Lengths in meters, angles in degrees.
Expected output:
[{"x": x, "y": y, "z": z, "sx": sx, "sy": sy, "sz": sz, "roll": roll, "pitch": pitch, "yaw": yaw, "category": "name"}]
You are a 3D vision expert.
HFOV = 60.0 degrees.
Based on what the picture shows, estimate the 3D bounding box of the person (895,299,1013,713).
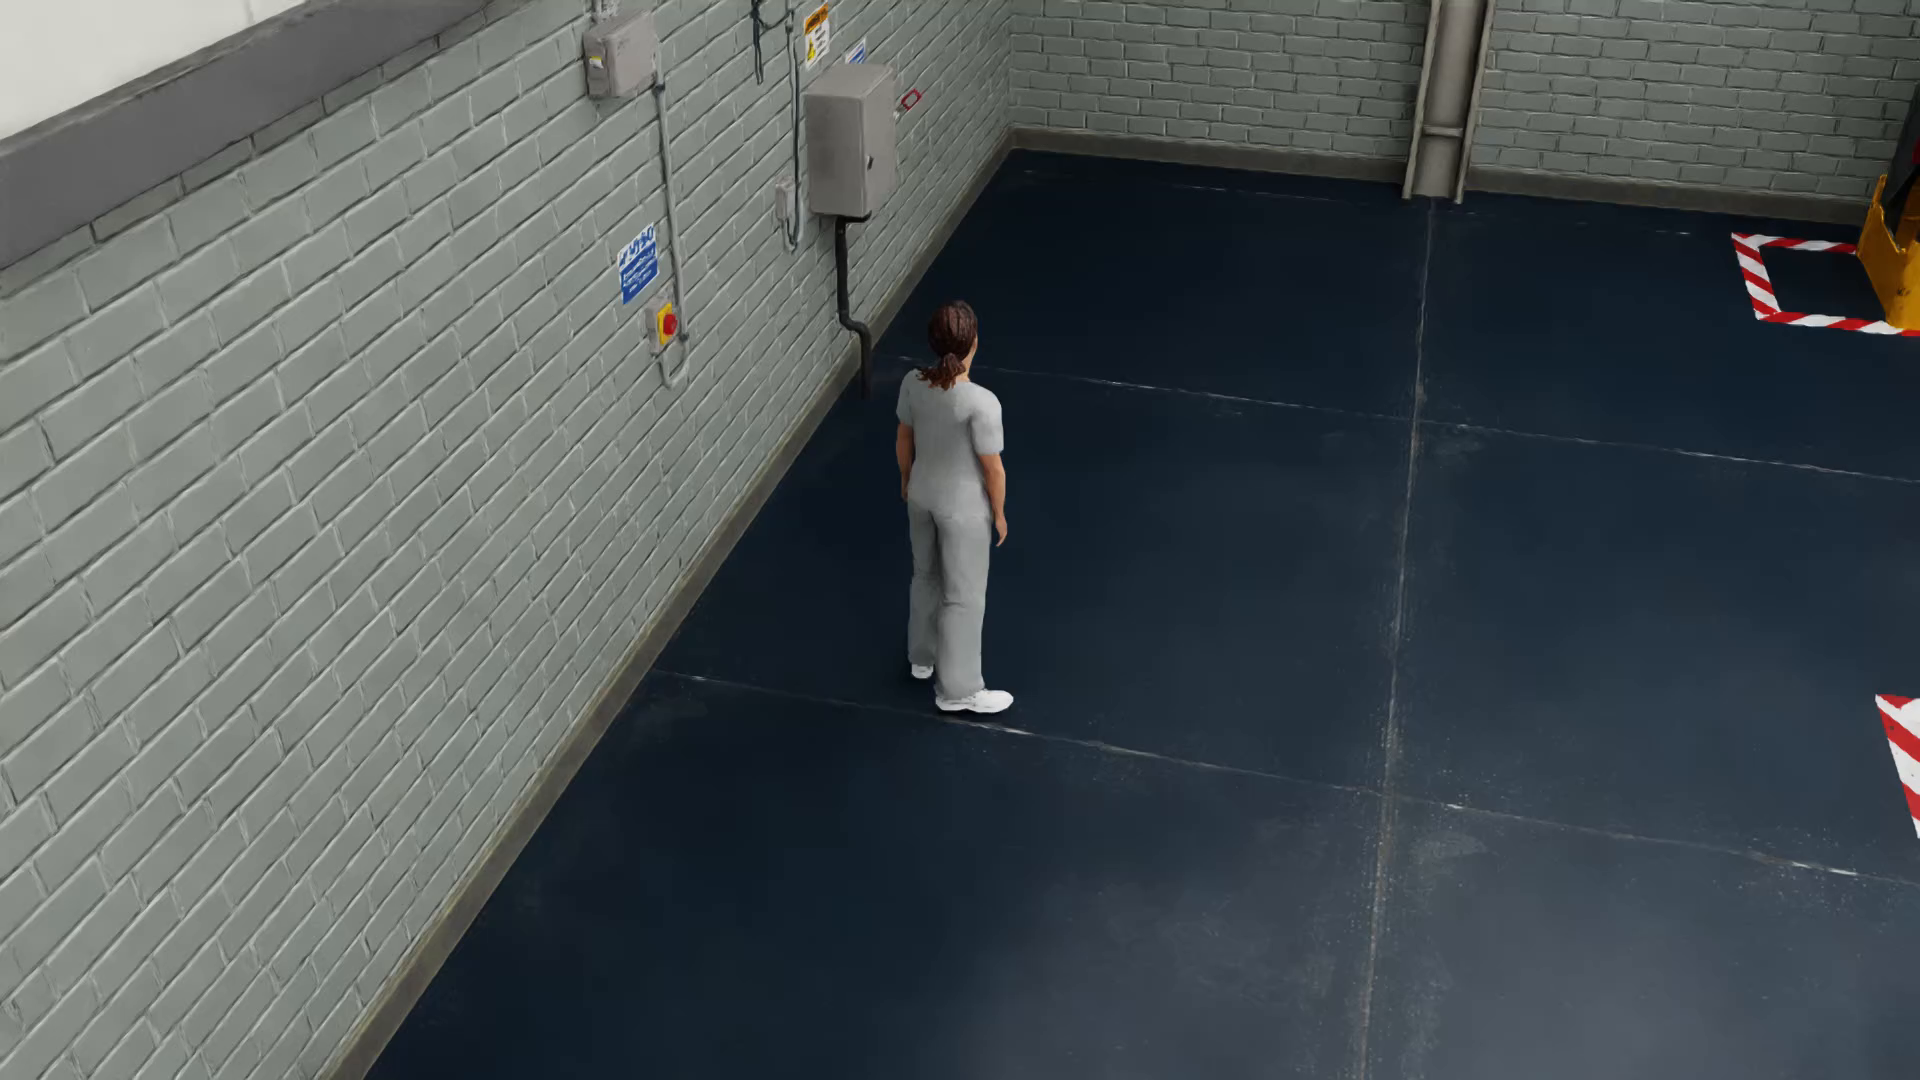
[{"x": -0.021, "y": -0.023, "z": 6.361, "sx": 0.564, "sy": 1.425, "sz": 0.380, "roll": 26, "pitch": 41, "yaw": 34, "category": "person"}]
